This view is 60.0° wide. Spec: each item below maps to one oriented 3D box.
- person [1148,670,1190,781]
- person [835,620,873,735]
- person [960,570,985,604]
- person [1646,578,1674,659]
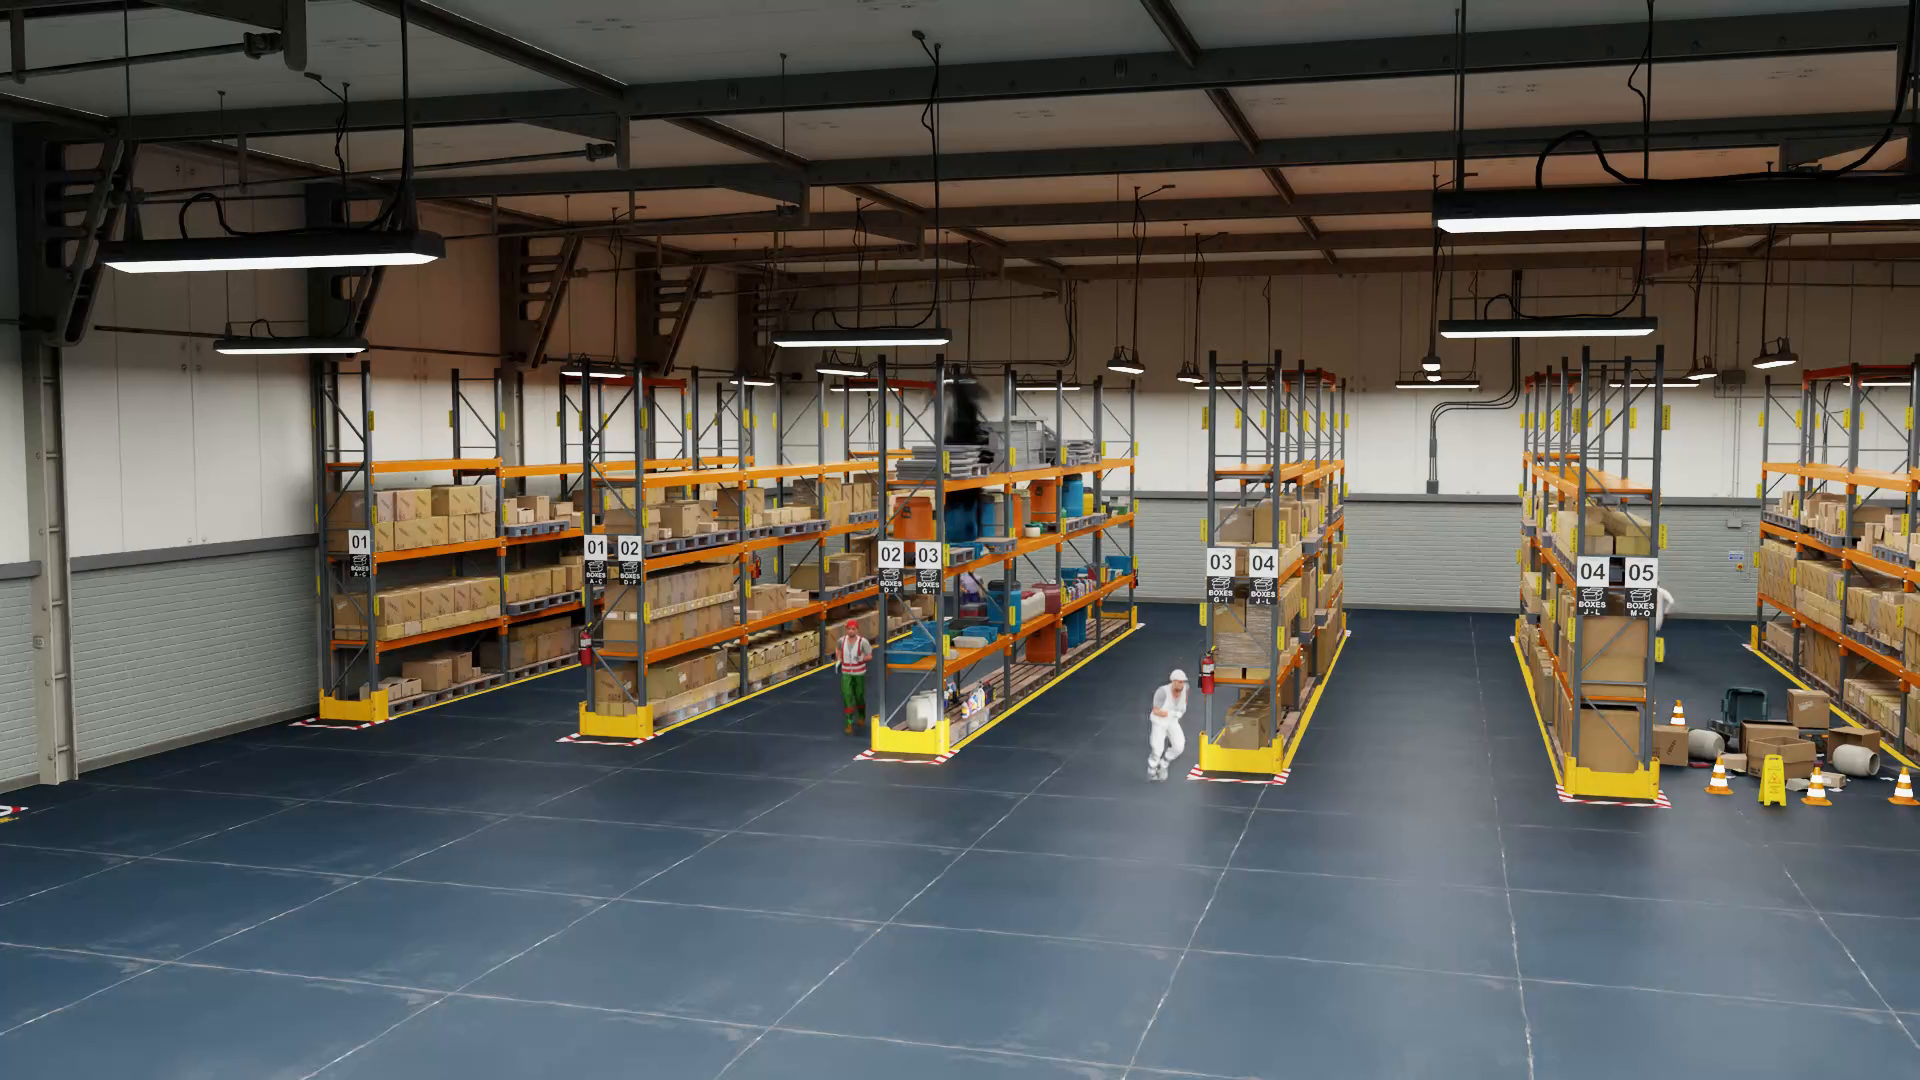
[{"bbox_3d":[2.898,2.546,22.868,0.698,1.608,0.924,-2,5,-26],"label":"person"},{"bbox_3d":[-1.722,2.177,26.859,0.657,1.803,0.884,1,4,9],"label":"person"},{"bbox_3d":[0.261,1.382,39.515,0.600,1.608,0.532,1,4,7],"label":"person"},{"bbox_3d":[14.435,1.637,34.617,0.710,1.755,0.948,0,4,0],"label":"person"}]
